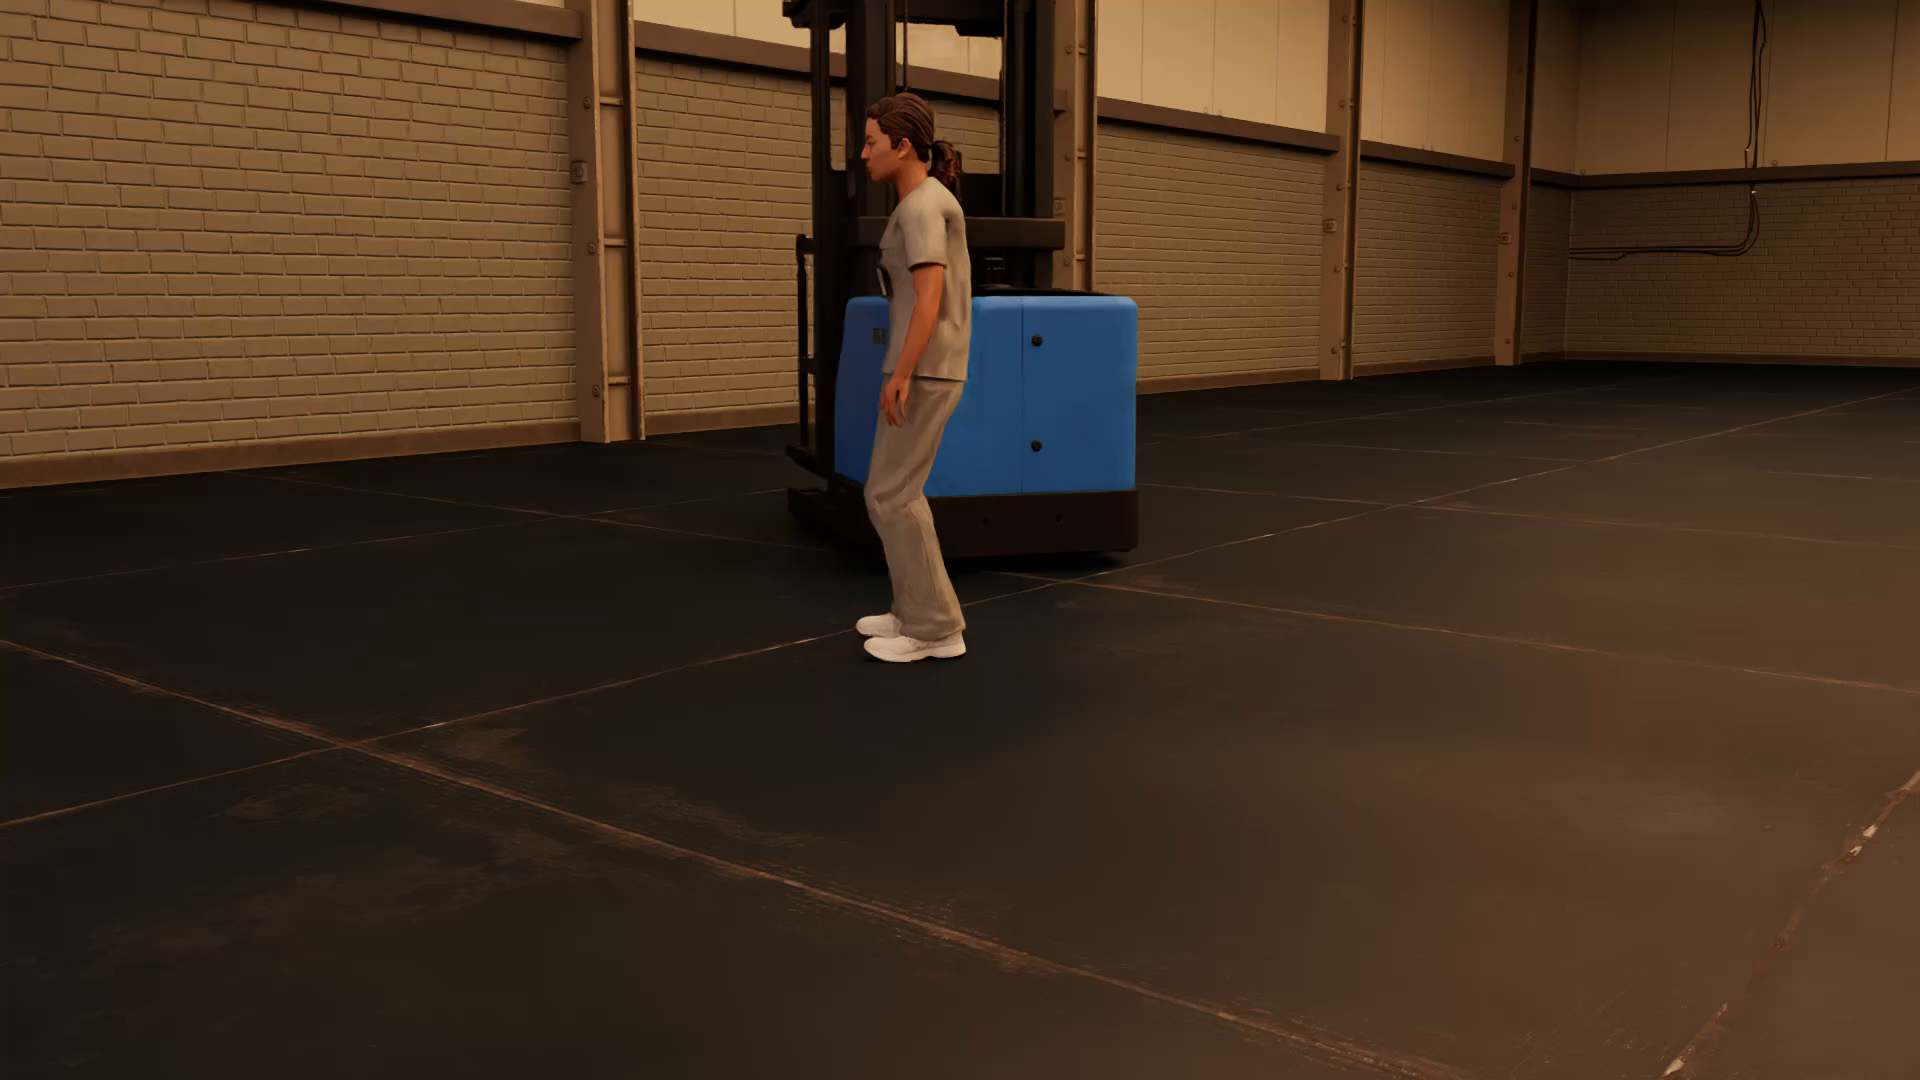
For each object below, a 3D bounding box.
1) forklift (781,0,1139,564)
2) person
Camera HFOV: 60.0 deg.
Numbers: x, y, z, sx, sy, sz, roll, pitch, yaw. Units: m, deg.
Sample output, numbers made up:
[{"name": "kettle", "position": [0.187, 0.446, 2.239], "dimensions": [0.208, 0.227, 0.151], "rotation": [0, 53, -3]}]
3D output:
[{"name": "forklift", "position": [-0.200, -1.530, 7.739], "dimensions": [1.130, 2.935, 3.031], "rotation": [-3, 9, -17]}, {"name": "person", "position": [-0.143, -0.476, 4.950], "dimensions": [0.352, 1.658, 0.543], "rotation": [0, 8, -3]}]
